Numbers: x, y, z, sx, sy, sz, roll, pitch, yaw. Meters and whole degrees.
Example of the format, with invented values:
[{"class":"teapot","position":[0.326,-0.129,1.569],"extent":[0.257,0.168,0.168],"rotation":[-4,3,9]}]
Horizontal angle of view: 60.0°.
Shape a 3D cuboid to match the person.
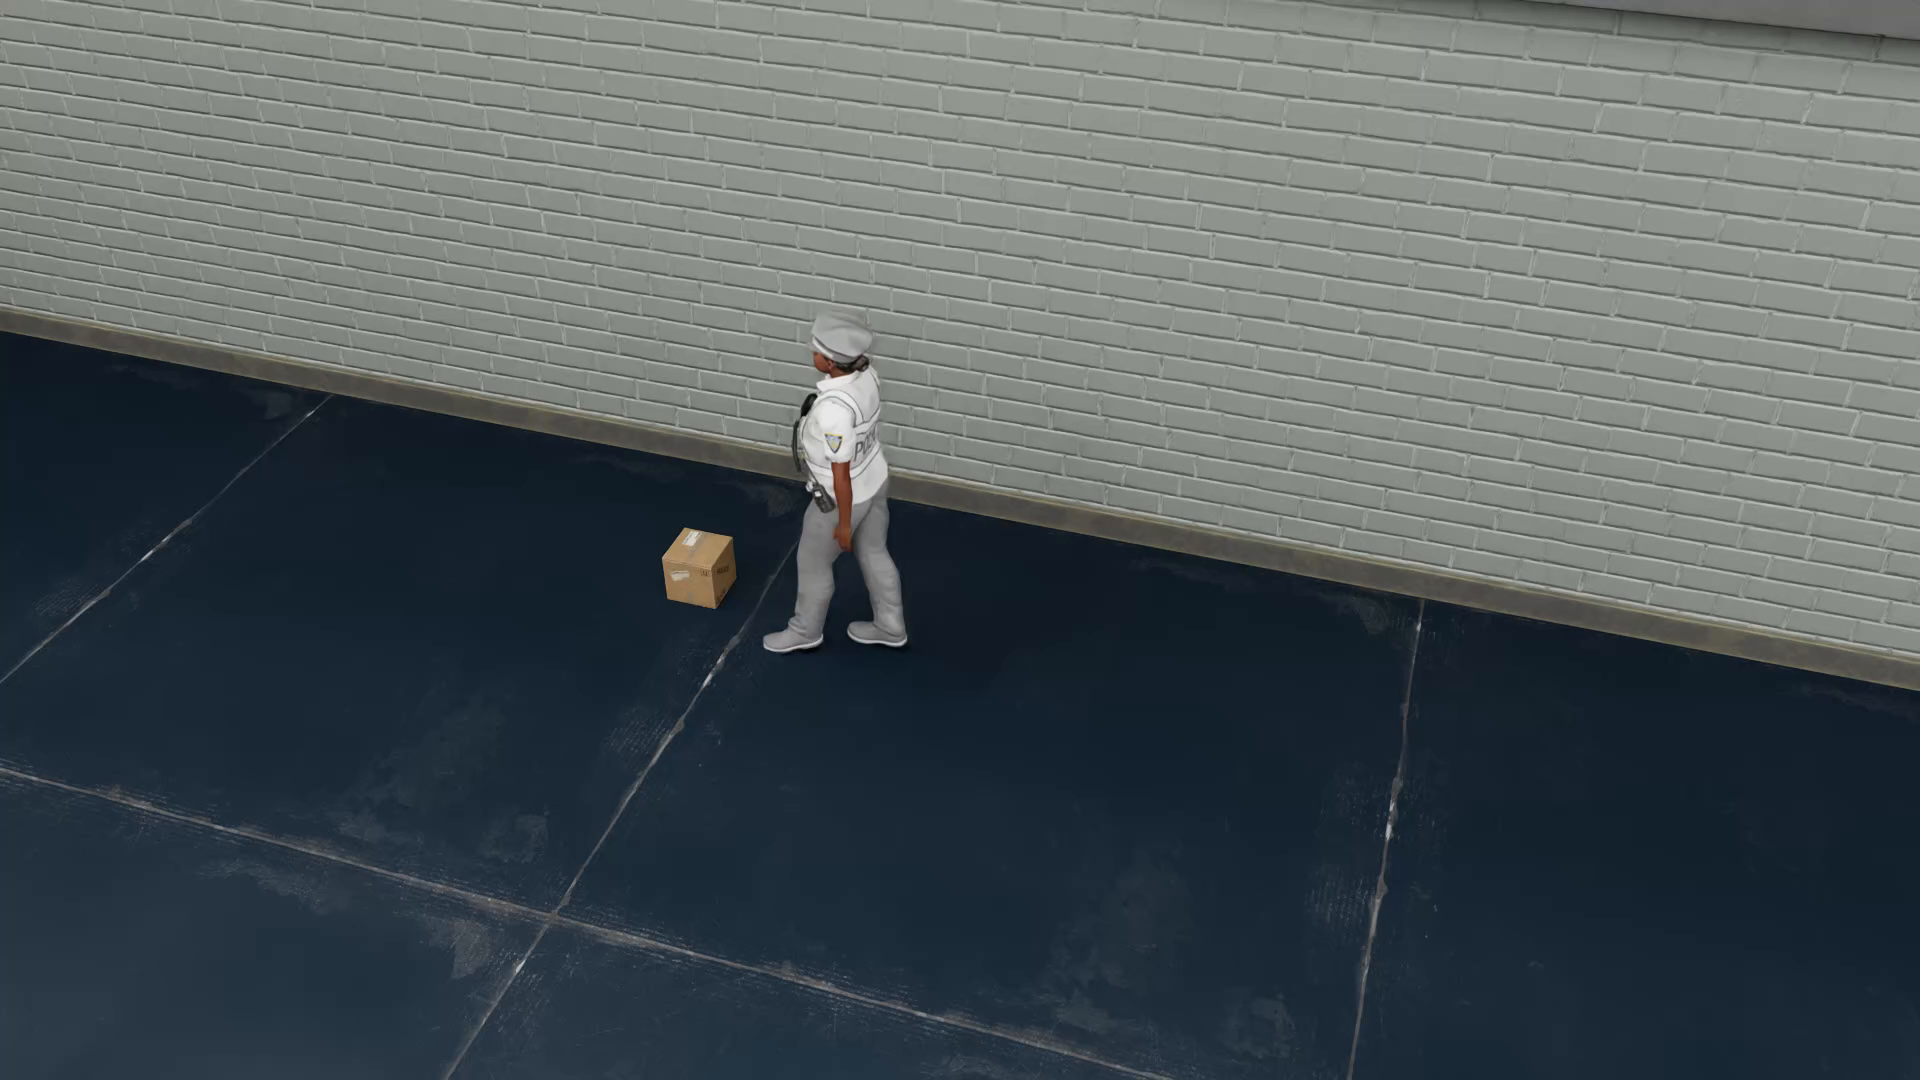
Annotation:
[{"class":"person","position":[-0.546,-0.226,7.168],"extent":[0.637,1.708,0.463],"rotation":[14,39,18]}]
